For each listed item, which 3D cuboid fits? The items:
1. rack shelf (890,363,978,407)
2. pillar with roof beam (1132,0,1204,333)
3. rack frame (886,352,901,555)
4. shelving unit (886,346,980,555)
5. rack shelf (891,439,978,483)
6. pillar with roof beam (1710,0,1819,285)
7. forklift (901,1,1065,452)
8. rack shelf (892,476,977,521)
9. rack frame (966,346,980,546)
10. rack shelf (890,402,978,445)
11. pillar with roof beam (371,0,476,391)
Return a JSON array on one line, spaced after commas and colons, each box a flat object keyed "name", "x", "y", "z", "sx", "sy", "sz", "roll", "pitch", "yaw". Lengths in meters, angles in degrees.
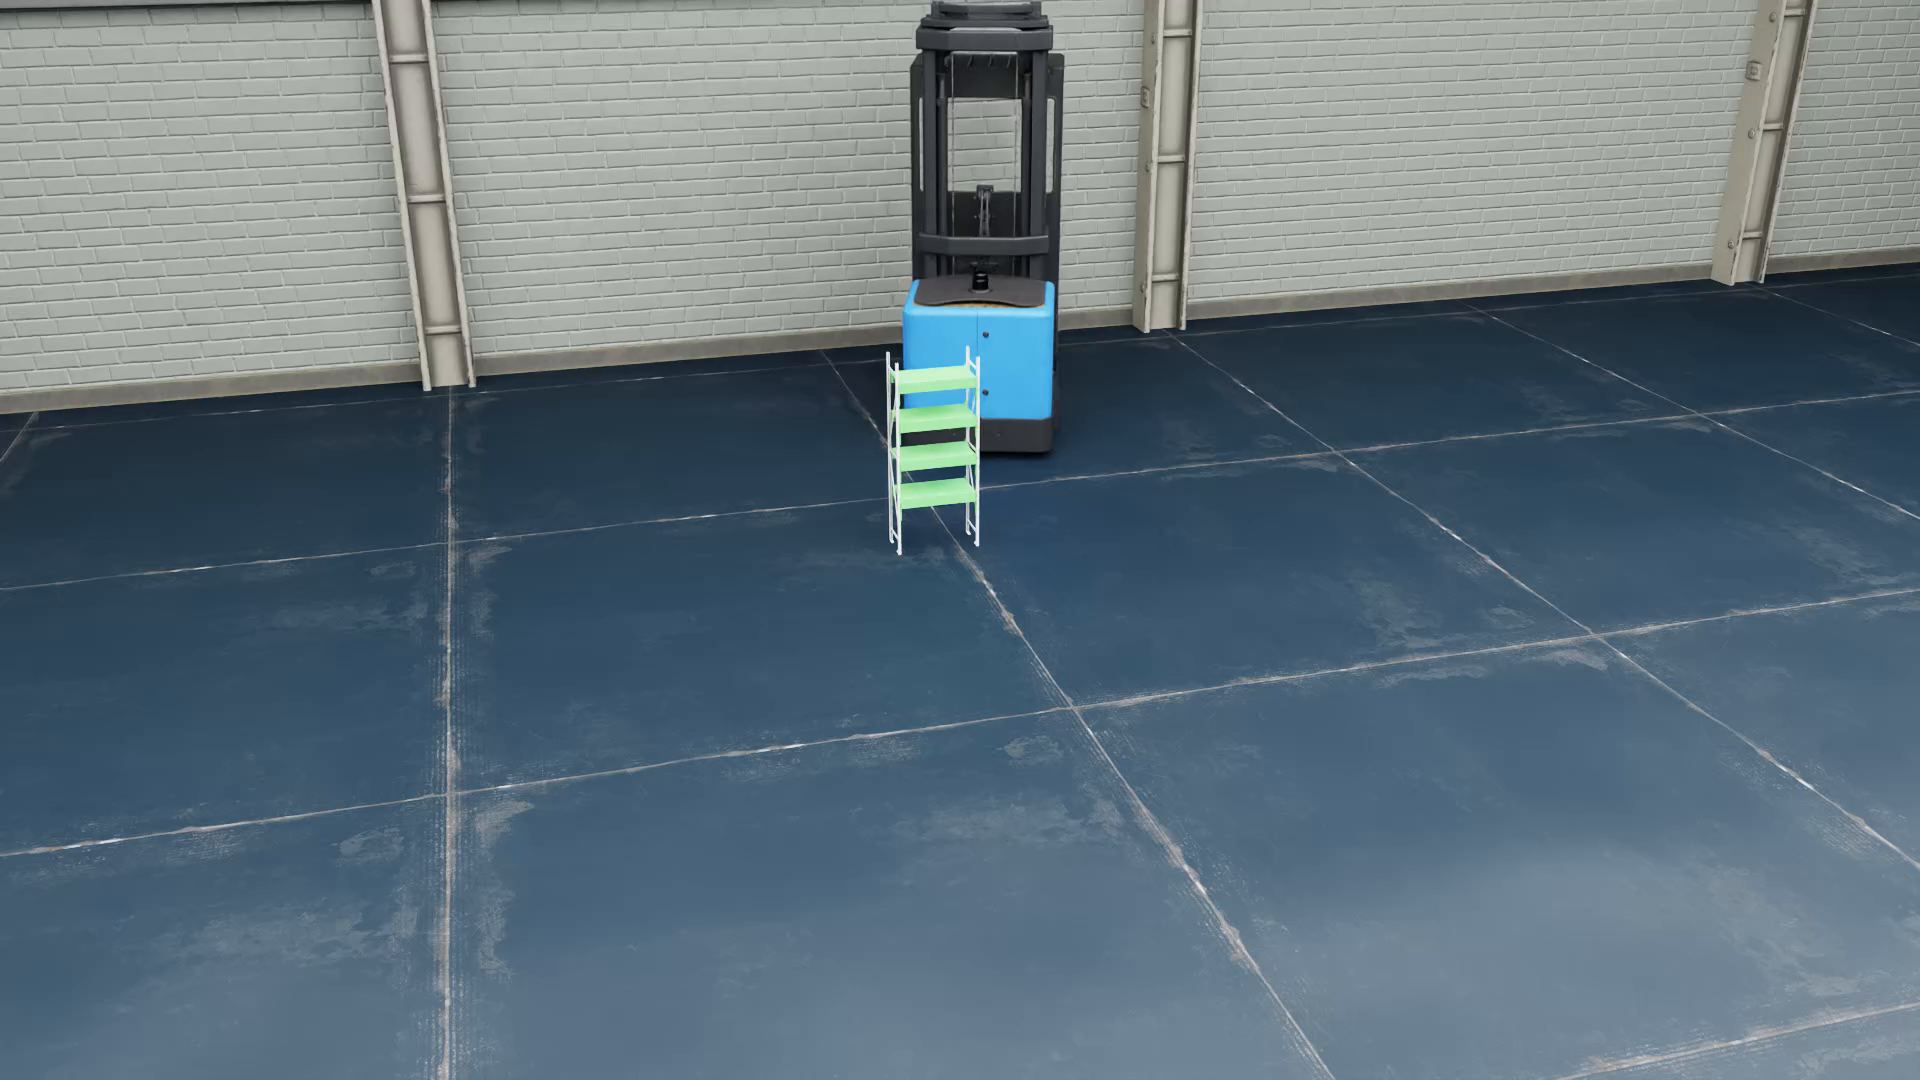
[{"name": "rack shelf", "x": -0.159, "y": -0.916, "z": 9.808, "sx": 0.480, "sy": 0.148, "sz": 0.258, "roll": -6, "pitch": 24, "yaw": -14}, {"name": "pillar with roof beam", "x": 2.909, "y": -4.381, "z": 9.049, "sx": 0.400, "sy": 9.000, "sz": 9.100, "roll": -6, "pitch": 24, "yaw": -14}, {"name": "rack frame", "x": -0.394, "y": -0.508, "z": 9.912, "sx": 0.015, "sy": 1.200, "sz": 0.240, "roll": -6, "pitch": 24, "yaw": -14}, {"name": "shelving unit", "x": -0.159, "y": -0.534, "z": 9.972, "sx": 0.503, "sy": 1.200, "sz": 0.258, "roll": -6, "pitch": 24, "yaw": -14}, {"name": "rack shelf", "x": -0.159, "y": -0.475, "z": 9.997, "sx": 0.480, "sy": 0.148, "sz": 0.258, "roll": -6, "pitch": 24, "yaw": -14}, {"name": "pillar with roof beam", "x": 8.686, "y": -5.020, "z": 10.538, "sx": 0.400, "sy": 9.000, "sz": 9.100, "roll": -6, "pitch": 24, "yaw": -14}, {"name": "forklift", "x": 0.205, "y": -2.490, "z": 12.336, "sx": 1.130, "sy": 2.935, "sz": 3.031, "roll": 1, "pitch": 23, "yaw": 3}, {"name": "rack shelf", "x": -0.159, "y": -0.254, "z": 10.092, "sx": 0.480, "sy": 0.148, "sz": 0.258, "roll": -6, "pitch": 24, "yaw": -14}, {"name": "rack frame", "x": 0.076, "y": -0.560, "z": 10.033, "sx": 0.015, "sy": 1.200, "sz": 0.240, "roll": -6, "pitch": 24, "yaw": -14}, {"name": "rack shelf", "x": -0.159, "y": -0.696, "z": 9.903, "sx": 0.480, "sy": 0.148, "sz": 0.258, "roll": -6, "pitch": 24, "yaw": -14}, {"name": "pillar with roof beam", "x": -2.868, "y": -3.742, "z": 7.559, "sx": 0.400, "sy": 9.000, "sz": 9.100, "roll": -6, "pitch": 24, "yaw": -14}]
